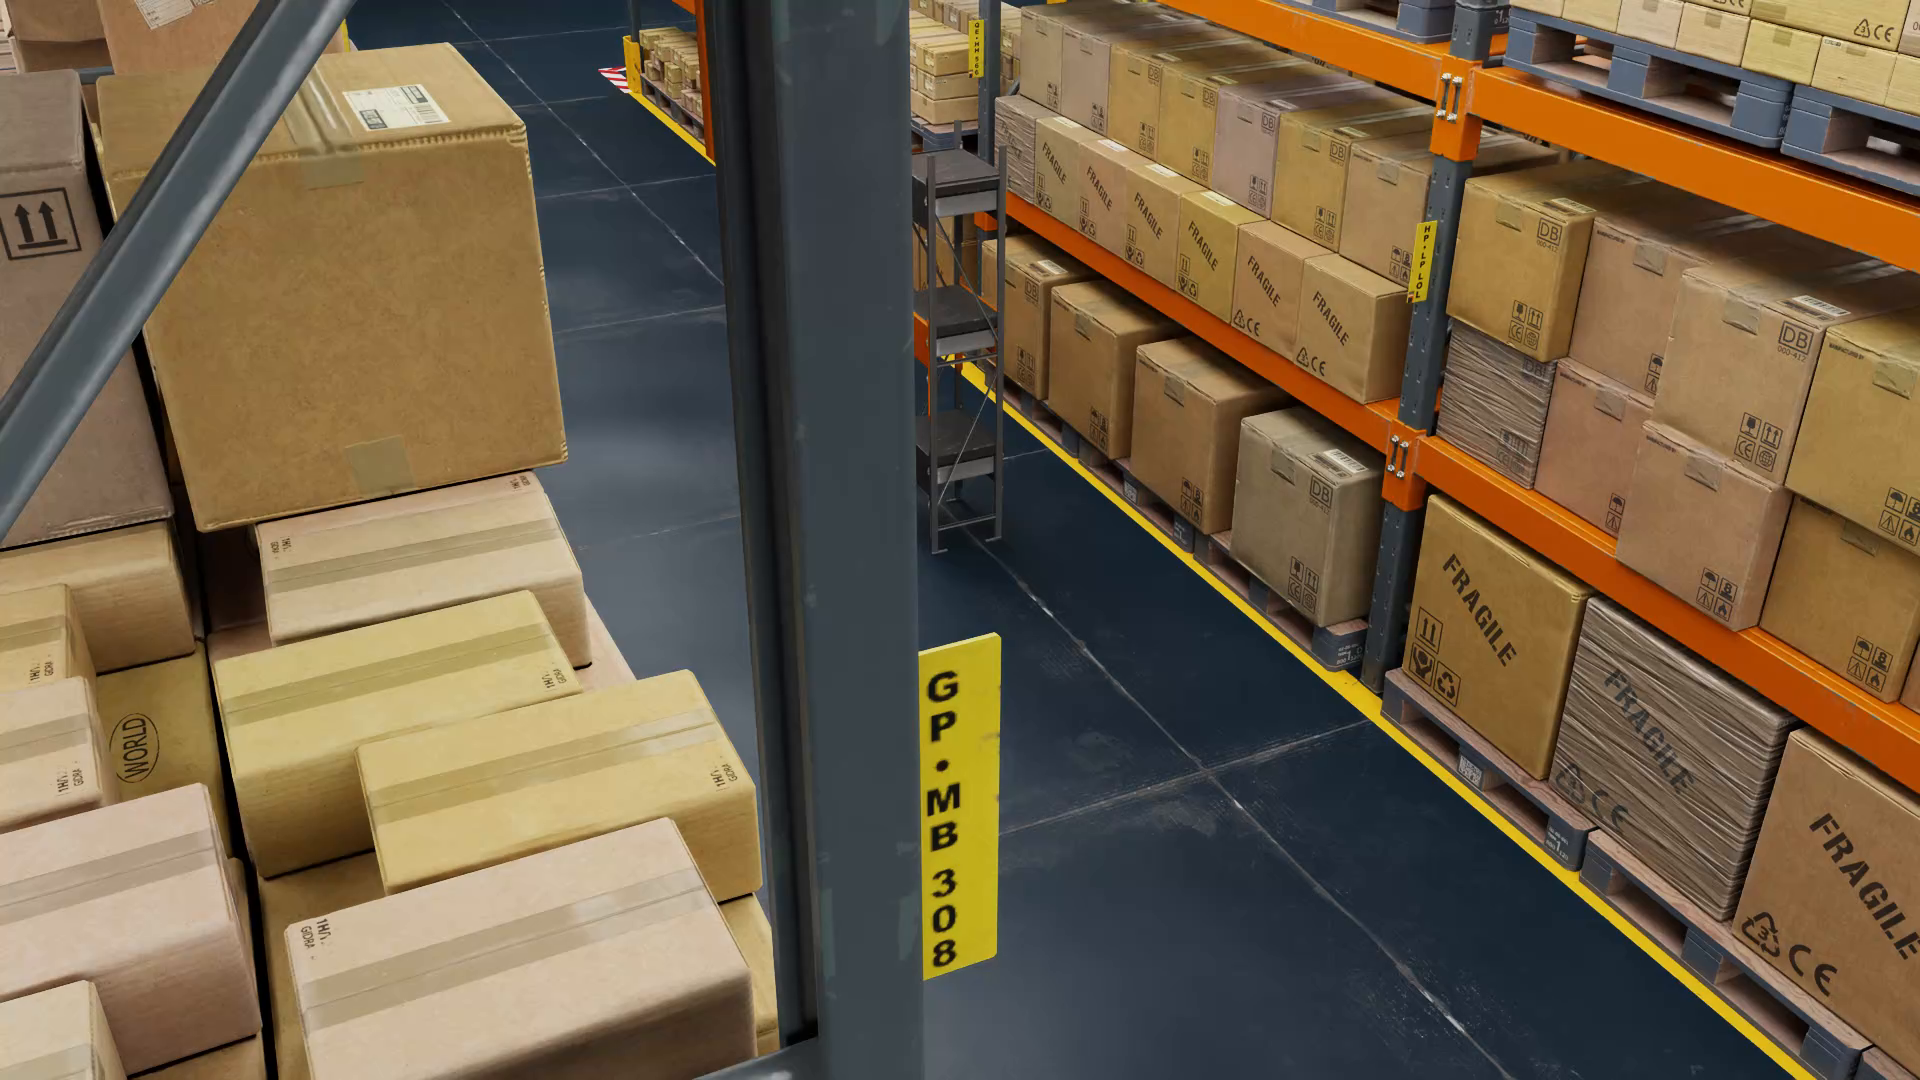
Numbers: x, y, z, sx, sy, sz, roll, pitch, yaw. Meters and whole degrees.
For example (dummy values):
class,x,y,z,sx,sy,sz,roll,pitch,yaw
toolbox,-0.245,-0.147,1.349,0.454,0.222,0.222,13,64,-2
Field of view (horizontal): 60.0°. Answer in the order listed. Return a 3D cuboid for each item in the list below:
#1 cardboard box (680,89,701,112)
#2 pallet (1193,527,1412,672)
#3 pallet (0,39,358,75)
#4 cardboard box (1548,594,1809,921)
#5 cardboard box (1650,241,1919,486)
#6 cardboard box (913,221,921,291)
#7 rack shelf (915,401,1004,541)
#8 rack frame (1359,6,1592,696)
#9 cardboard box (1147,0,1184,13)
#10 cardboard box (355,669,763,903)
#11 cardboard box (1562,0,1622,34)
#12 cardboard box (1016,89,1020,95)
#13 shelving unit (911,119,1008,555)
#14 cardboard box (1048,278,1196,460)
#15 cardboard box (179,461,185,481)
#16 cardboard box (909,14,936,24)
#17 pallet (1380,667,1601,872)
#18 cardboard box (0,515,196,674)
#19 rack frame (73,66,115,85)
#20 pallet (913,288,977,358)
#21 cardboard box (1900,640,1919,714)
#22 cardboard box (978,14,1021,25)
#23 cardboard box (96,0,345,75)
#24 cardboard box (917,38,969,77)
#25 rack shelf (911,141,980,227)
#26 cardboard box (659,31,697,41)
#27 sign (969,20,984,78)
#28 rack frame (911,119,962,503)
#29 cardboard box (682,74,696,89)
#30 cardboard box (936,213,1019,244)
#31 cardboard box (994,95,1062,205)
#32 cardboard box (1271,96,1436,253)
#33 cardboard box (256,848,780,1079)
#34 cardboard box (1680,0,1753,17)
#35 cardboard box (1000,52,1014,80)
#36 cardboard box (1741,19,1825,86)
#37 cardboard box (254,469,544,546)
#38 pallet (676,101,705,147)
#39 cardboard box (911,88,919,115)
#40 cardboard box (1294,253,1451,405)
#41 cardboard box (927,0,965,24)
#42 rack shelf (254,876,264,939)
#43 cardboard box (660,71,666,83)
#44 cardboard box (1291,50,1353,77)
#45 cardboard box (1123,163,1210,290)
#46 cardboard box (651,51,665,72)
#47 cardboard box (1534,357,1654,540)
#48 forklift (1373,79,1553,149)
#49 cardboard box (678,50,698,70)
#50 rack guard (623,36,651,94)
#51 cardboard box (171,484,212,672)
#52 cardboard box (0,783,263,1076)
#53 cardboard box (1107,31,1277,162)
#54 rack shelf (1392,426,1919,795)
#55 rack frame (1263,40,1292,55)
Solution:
class,x,y,z,sx,sy,sz,roll,pitch,yaw
cardboard box,-2.381,-4.115,15.508,0.380,0.149,0.250,-15,32,-24
pallet,1.902,0.154,8.259,1.003,0.211,1.213,-13,32,-22
pallet,-2.391,-1.262,5.059,1.213,0.211,1.003,-13,32,-22
cardboard box,2.898,0.696,6.184,0.875,0.875,0.875,-13,32,-22
cardboard box,2.877,-0.617,5.527,0.875,0.550,0.550,-13,32,-22
cardboard box,-0.154,-2.063,11.488,0.500,0.500,0.500,-12,31,-20
rack shelf,-0.071,-0.367,8.716,0.431,0.518,0.480,-13,32,-22
rack frame,2.301,-0.737,6.998,1.000,3.000,0.127,-13,32,-22
cardboard box,2.351,-5.515,17.708,0.875,0.438,0.875,-12,32,-21
cardboard box,-0.438,0.305,1.819,0.380,0.149,0.250,-12,32,-21
cardboard box,2.263,-1.817,5.581,0.380,0.149,0.250,-13,32,-22
cardboard box,0.574,-2.818,10.536,0.380,0.149,0.250,-14,32,-23
shelving unit,-0.071,-0.989,8.367,0.431,2.100,0.503,-13,32,-22
cardboard box,1.142,-1.033,9.395,1.050,0.750,0.750,-13,32,-21
cardboard box,-1.142,-0.158,3.052,0.500,0.250,0.500,-12,31,-21
cardboard box,-0.377,-3.302,10.790,0.380,0.149,0.250,-12,31,-21
pallet,2.557,0.831,7.051,1.003,0.211,1.213,-13,32,-22
cardboard box,-1.251,0.074,2.230,0.380,0.149,0.250,-13,32,-21
rack frame,-2.222,-2.357,3.753,1.000,3.000,0.127,-13,32,-22
pallet,0.250,-1.633,11.447,1.003,0.211,1.213,-13,32,-22
cardboard box,3.435,0.298,4.999,0.875,0.550,0.550,-13,32,-22
cardboard box,0.341,-3.309,10.804,0.380,0.149,0.250,-13,32,-22
cardboard box,-1.799,-1.295,4.008,0.500,0.500,0.500,-14,32,-23
cardboard box,-0.041,-2.957,10.176,0.380,0.149,0.250,-14,32,-24
rack shelf,-0.275,-3.074,11.900,1.077,0.370,4.000,-13,32,-22
cardboard box,-2.706,-4.838,16.188,0.380,0.149,0.250,-12,32,-21
sign,0.098,-2.856,9.674,0.100,0.325,0.005,-13,32,-22
rack frame,-0.176,-1.097,8.559,0.400,2.100,0.015,-13,32,-22
cardboard box,-2.394,-4.366,15.651,0.380,0.149,0.250,-15,32,-24
cardboard box,0.053,-2.171,10.915,0.500,0.250,0.500,-14,32,-23
cardboard box,0.533,-2.293,9.670,0.500,0.500,0.500,-13,32,-21
cardboard box,1.860,-1.662,7.522,0.700,0.500,0.500,-14,32,-23
cardboard box,-0.478,0.517,1.848,0.500,0.250,0.500,-12,31,-21
cardboard box,2.476,-1.839,5.214,0.500,0.250,0.500,-13,32,-22
cardboard box,0.439,-3.083,10.704,0.380,0.149,0.250,-12,31,-20
cardboard box,2.589,-1.481,4.983,0.380,0.149,0.250,-14,32,-23
cardboard box,-0.811,-0.024,2.406,0.380,0.149,0.250,-13,32,-22
pallet,-1.981,-3.884,15.460,1.003,0.211,1.213,-13,32,-22
cardboard box,-0.148,-2.809,10.520,0.380,0.149,0.250,-13,32,-22
cardboard box,1.835,-0.955,7.284,0.500,0.500,0.500,-13,32,-22
cardboard box,-0.005,-3.662,11.433,0.380,0.149,0.250,-12,31,-20
rack shelf,-1.363,0.149,3.087,1.077,0.370,4.000,-13,32,-22
cardboard box,-2.728,-4.581,16.337,0.380,0.149,0.250,-13,32,-22
cardboard box,3.632,-4.354,15.191,0.875,0.875,0.875,-12,31,-20
cardboard box,1.181,-1.625,8.479,0.500,0.500,0.500,-13,32,-22
cardboard box,-2.791,-4.689,16.227,0.380,0.149,0.250,-13,32,-22
cardboard box,2.727,-0.404,6.250,0.875,0.550,0.550,-13,32,-22
forklift,3.371,-2.639,10.460,3.031,2.935,1.130,14,32,23
cardboard box,-2.421,-4.483,15.555,0.380,0.149,0.250,-12,31,-20
rack guard,-2.818,-4.914,17.002,1.175,0.500,0.348,-13,32,-22
cardboard box,-1.371,0.176,2.456,0.500,0.250,0.500,-12,32,-21
cardboard box,-0.912,0.413,1.625,0.380,0.149,0.250,-14,32,-24
cardboard box,1.208,-2.334,8.721,0.700,0.500,0.500,-14,32,-23
rack shelf,3.160,0.460,5.598,1.077,0.370,4.000,-13,32,-22
rack frame,3.294,-5.355,15.233,1.000,3.000,0.127,-13,32,-22
